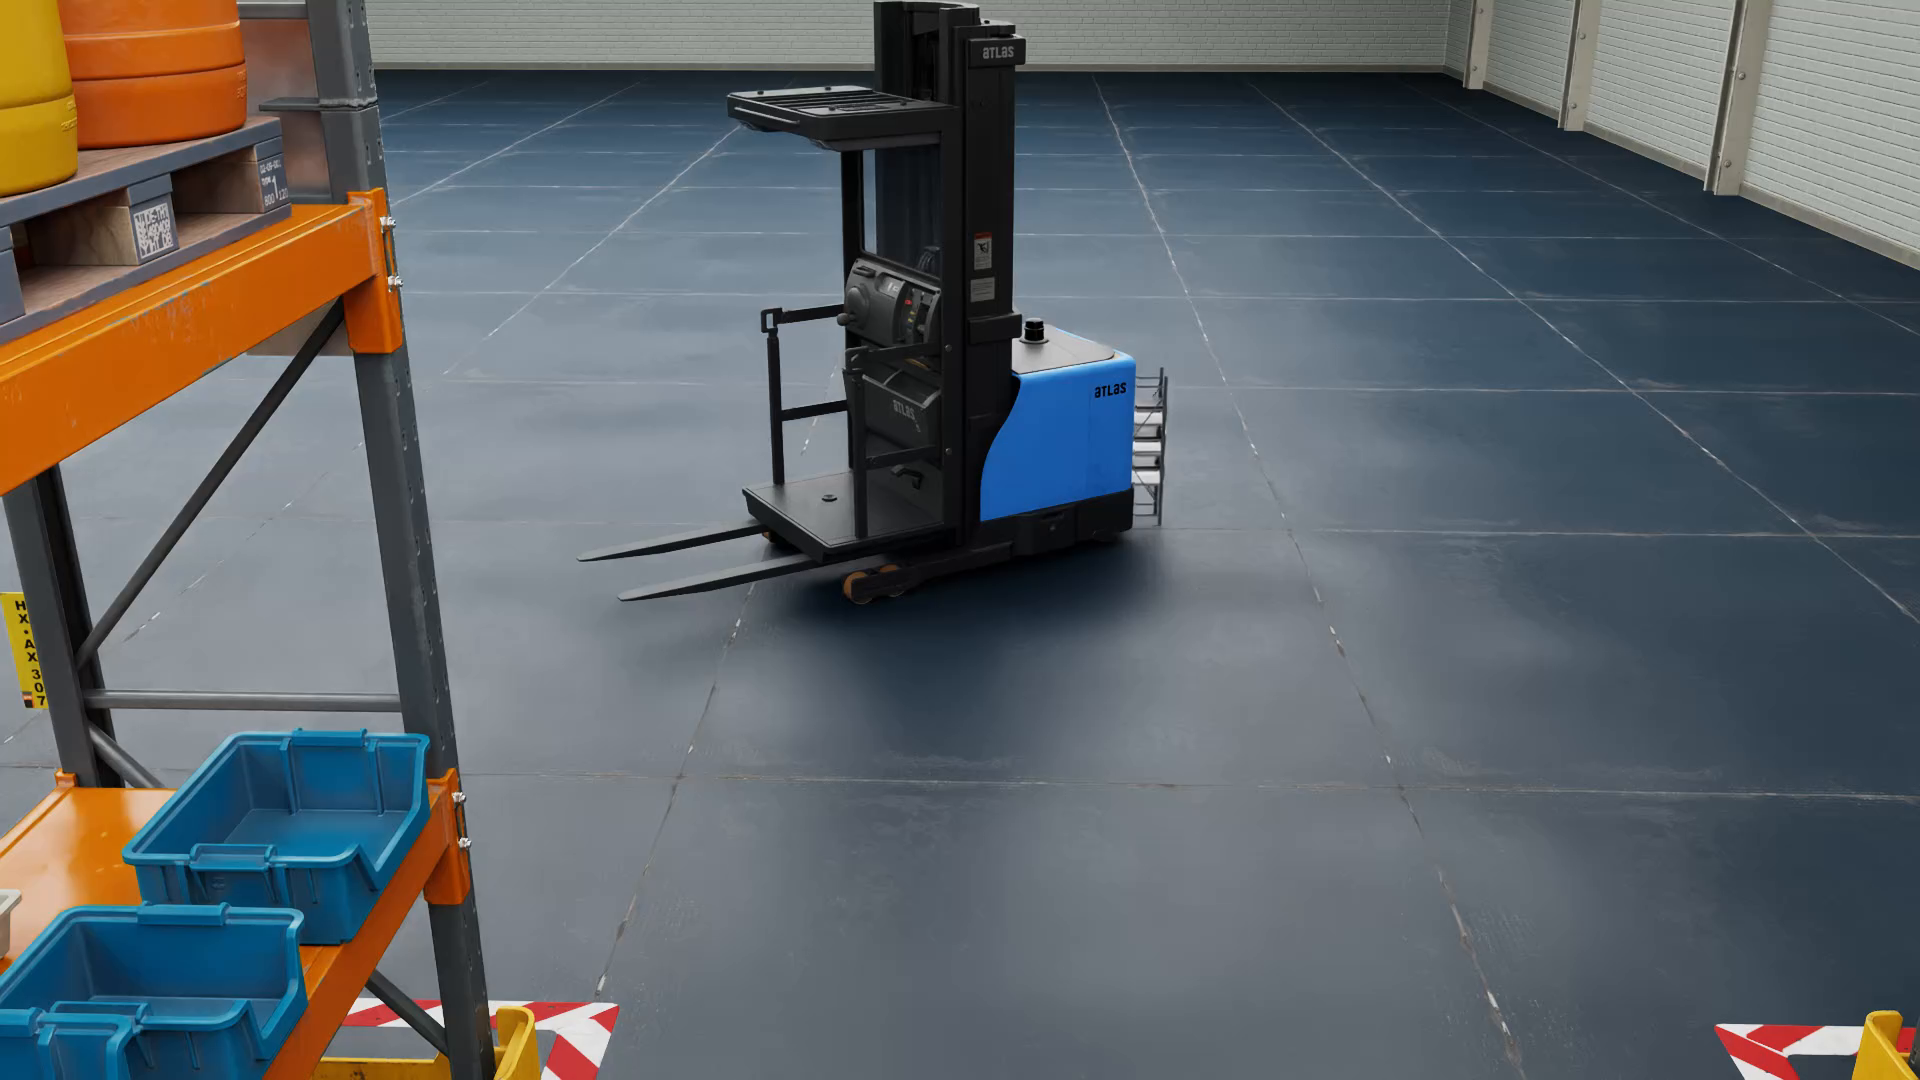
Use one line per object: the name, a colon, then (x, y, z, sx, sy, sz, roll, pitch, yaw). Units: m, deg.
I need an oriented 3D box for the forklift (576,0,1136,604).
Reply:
forklift: (-0.538, -1.249, 8.696, 3.031, 2.935, 1.130, -12, 24, -29)

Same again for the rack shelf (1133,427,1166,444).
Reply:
rack shelf: (1.057, -0.593, 9.651, 0.258, 0.077, 0.200, 0, 20, 0)

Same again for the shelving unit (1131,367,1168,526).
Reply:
shelving unit: (1.057, -0.540, 9.671, 0.258, 0.900, 0.210, 0, 20, 0)

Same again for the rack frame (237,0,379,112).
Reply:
rack frame: (-1.829, -2.375, 3.209, 1.000, 3.000, 0.127, 1, 21, 2)

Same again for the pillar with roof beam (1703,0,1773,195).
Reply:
pillar with roof beam: (5.161, -8.559, 19.147, 9.100, 9.000, 0.400, 1, 21, 2)

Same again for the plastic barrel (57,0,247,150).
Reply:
plastic barrel: (-1.717, -1.195, 3.142, 0.600, 0.830, 0.708, 1, 21, 2)

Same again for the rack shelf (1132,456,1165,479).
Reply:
rack shelf: (1.057, -0.424, 9.713, 0.258, 0.077, 0.200, 0, 20, 0)

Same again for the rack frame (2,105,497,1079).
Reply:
rack frame: (-1.829, 0.422, 4.294, 1.000, 3.000, 0.127, 1, 21, 2)

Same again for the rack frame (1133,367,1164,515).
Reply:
rack frame: (1.056, -0.575, 9.766, 0.240, 0.900, 0.006, 0, 20, 0)

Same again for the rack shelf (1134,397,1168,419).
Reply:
rack shelf: (1.057, -0.762, 9.589, 0.258, 0.077, 0.200, 0, 20, 0)

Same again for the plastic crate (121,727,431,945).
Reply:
plastic crate: (-1.545, 0.676, 3.846, 0.499, 0.251, 0.616, 1, 21, 2)

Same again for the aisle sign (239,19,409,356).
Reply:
aisle sign: (-1.530, -0.813, 3.883, 0.394, 0.787, 0.004, 1, 21, 2)

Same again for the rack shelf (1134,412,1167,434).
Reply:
rack shelf: (1.057, -0.677, 9.620, 0.258, 0.077, 0.200, 0, 20, 0)

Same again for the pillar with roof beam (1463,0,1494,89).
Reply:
pillar with roof beam: (5.526, -12.897, 30.329, 9.100, 9.000, 0.400, 1, 21, 2)

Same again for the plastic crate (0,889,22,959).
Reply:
plastic crate: (-2.178, 0.865, 3.517, 0.298, 0.136, 0.250, 1, 21, 2)

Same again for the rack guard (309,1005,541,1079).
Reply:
rack guard: (-1.785, 1.615, 4.674, 1.175, 0.500, 0.348, 1, 21, 2)

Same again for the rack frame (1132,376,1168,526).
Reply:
rack frame: (1.058, -0.505, 9.575, 0.240, 0.900, 0.006, 0, 20, 0)

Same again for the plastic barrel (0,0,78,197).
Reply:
plastic barrel: (-1.737, -0.846, 2.576, 0.600, 0.588, 0.600, 0, 21, 0)

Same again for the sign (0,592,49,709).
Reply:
sign: (-2.379, 0.285, 4.264, 0.100, 0.325, 0.005, 1, 21, 2)

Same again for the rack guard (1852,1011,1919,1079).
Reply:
rack guard: (3.122, 1.635, 4.625, 1.175, 0.500, 0.348, 1, 21, 2)

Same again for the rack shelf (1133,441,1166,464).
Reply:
rack shelf: (1.057, -0.508, 9.682, 0.258, 0.077, 0.200, 0, 20, 0)

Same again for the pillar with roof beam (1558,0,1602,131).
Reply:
pillar with roof beam: (5.343, -10.728, 24.738, 9.100, 9.000, 0.400, 1, 21, 2)

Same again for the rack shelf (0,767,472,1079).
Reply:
rack shelf: (-1.890, 1.481, 2.561, 1.077, 0.370, 4.000, 1, 21, 2)

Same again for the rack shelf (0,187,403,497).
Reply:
rack shelf: (-1.890, 0.082, 2.018, 1.077, 0.370, 4.000, 1, 21, 2)

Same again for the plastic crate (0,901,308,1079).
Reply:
plastic crate: (-1.571, 0.910, 3.241, 0.499, 0.251, 0.408, 1, 21, 2)

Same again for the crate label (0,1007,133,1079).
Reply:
crate label: (-1.615, 1.074, 2.565, 0.502, 0.435, 0.616, 1, 21, 2)

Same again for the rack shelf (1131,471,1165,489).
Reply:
rack shelf: (1.057, -0.340, 9.744, 0.258, 0.077, 0.200, 0, 20, 0)

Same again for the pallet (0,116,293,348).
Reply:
pallet: (-1.952, -0.590, 3.018, 1.003, 0.211, 1.213, 1, 21, 2)
